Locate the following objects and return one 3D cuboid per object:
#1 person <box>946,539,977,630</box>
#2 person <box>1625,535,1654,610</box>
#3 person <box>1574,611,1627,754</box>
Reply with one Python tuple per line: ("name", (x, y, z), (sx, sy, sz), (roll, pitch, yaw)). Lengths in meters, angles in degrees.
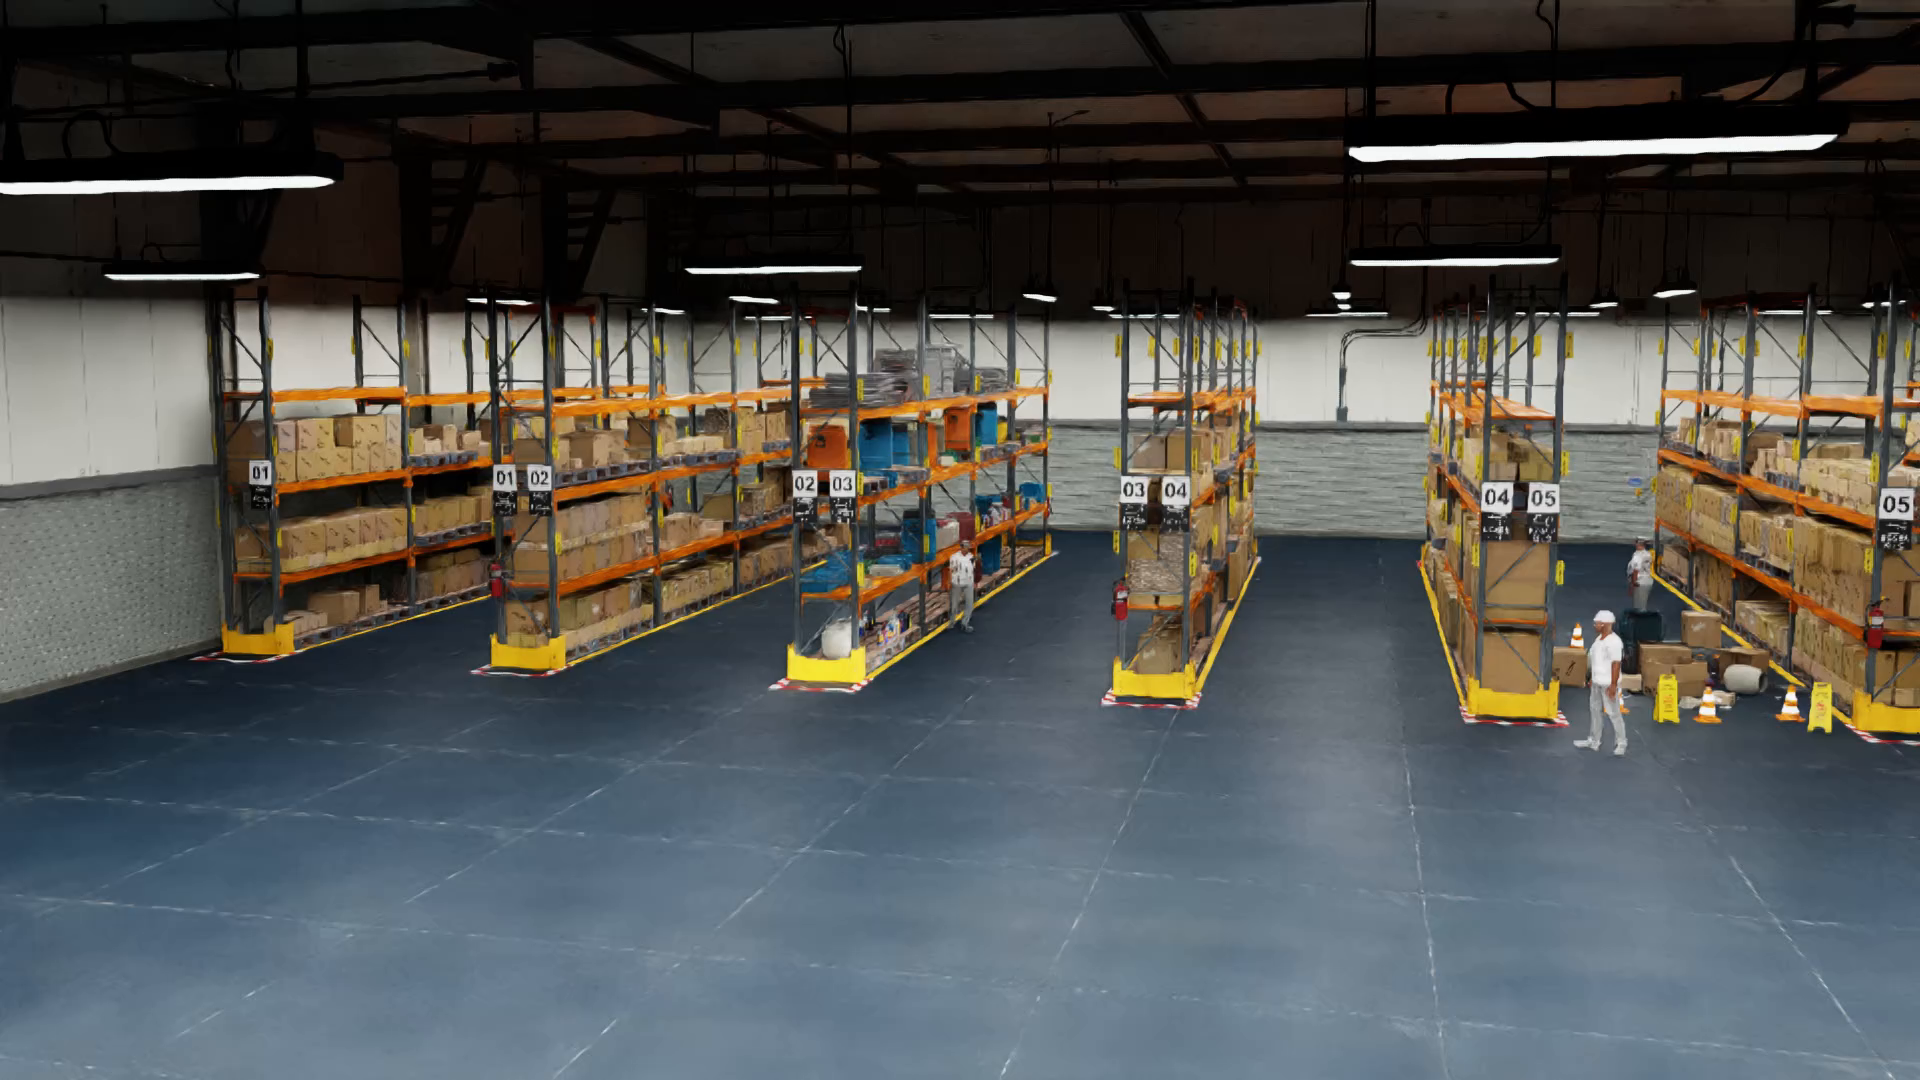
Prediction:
("person", (0.018, 0.789, 29.788), (0.585, 1.647, 0.626), (-3, 7, -22))
("person", (11.811, 0.795, 28.982), (0.550, 1.749, 0.623), (6, 9, 41))
("person", (8.016, 1.755, 20.691), (0.522, 1.769, 0.637), (0, 7, 0))
